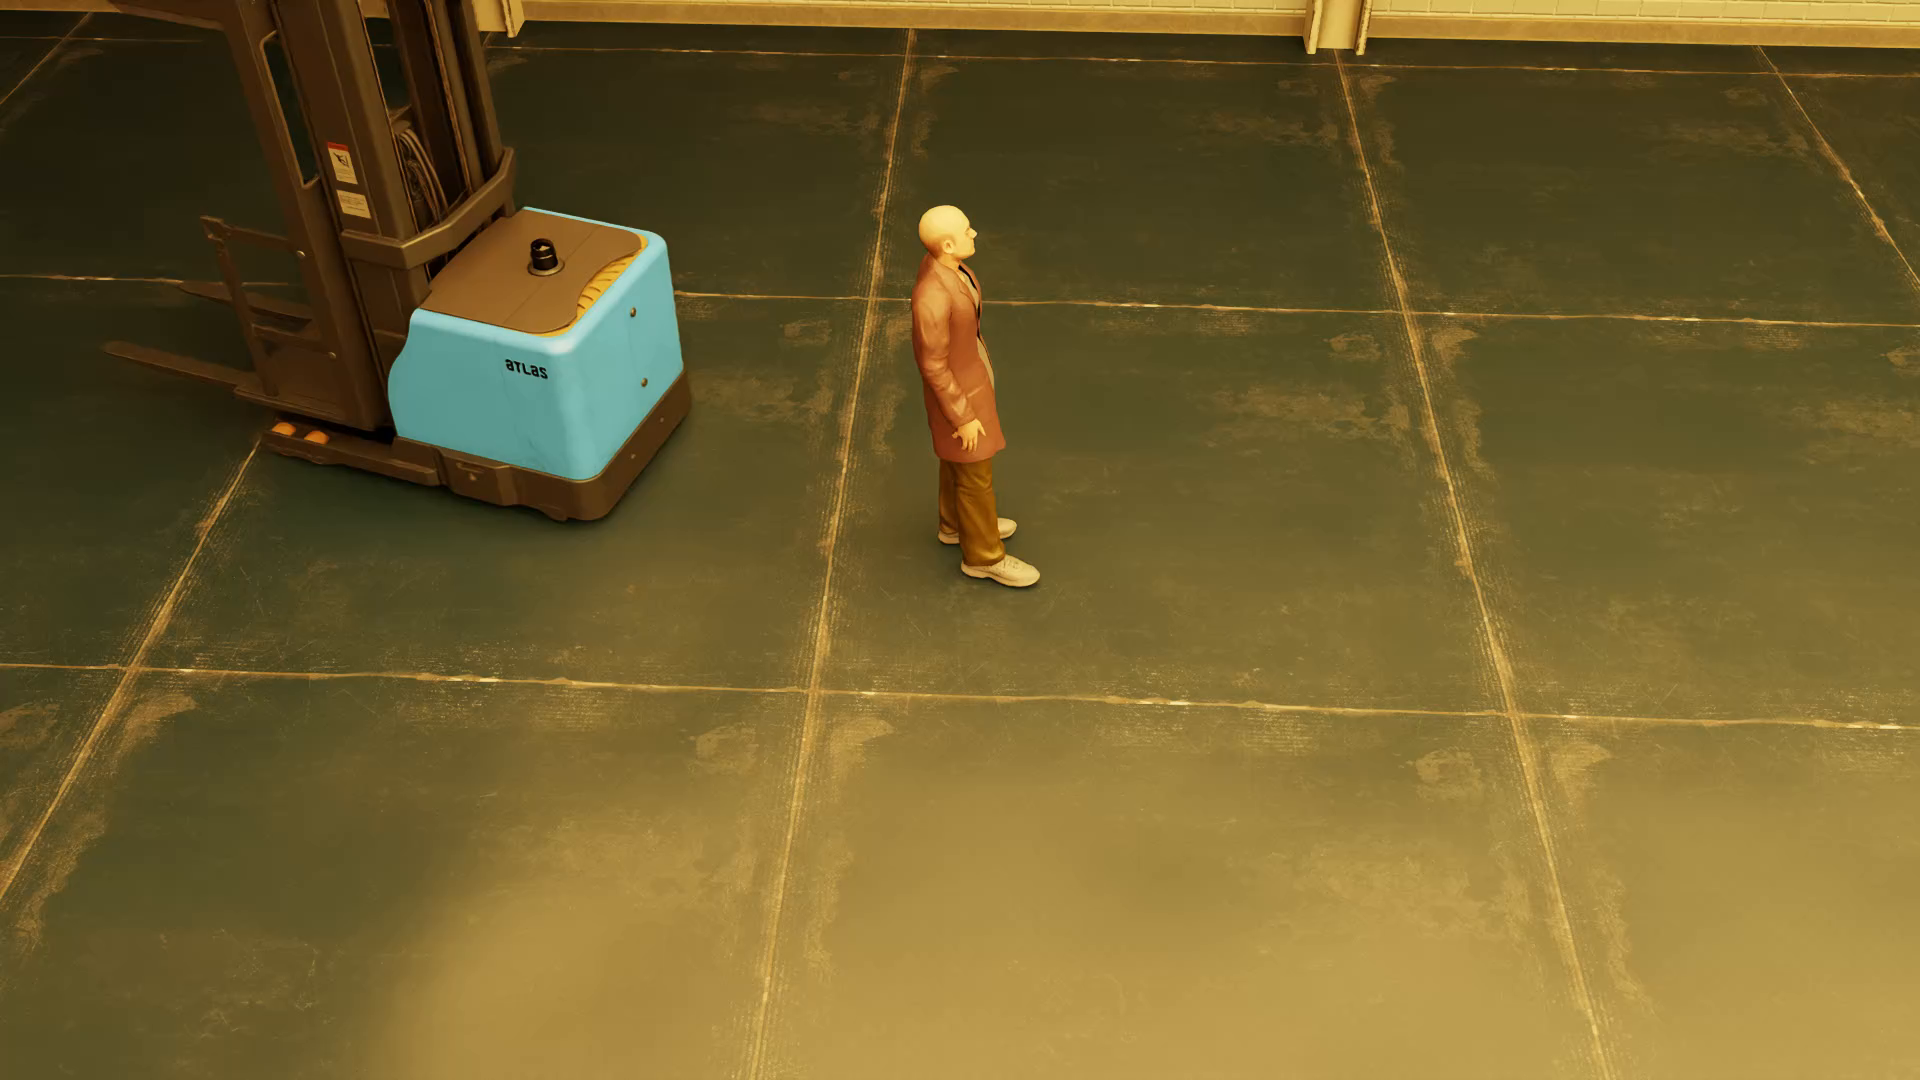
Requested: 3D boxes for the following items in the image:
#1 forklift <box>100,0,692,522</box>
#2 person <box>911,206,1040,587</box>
[{"bbox_3d":[-2.956,-1.782,7.694,3.031,2.935,1.130,14,44,15],"label":"forklift"},{"bbox_3d":[0.090,-0.656,7.305,0.582,1.776,0.694,2,42,2],"label":"person"}]
